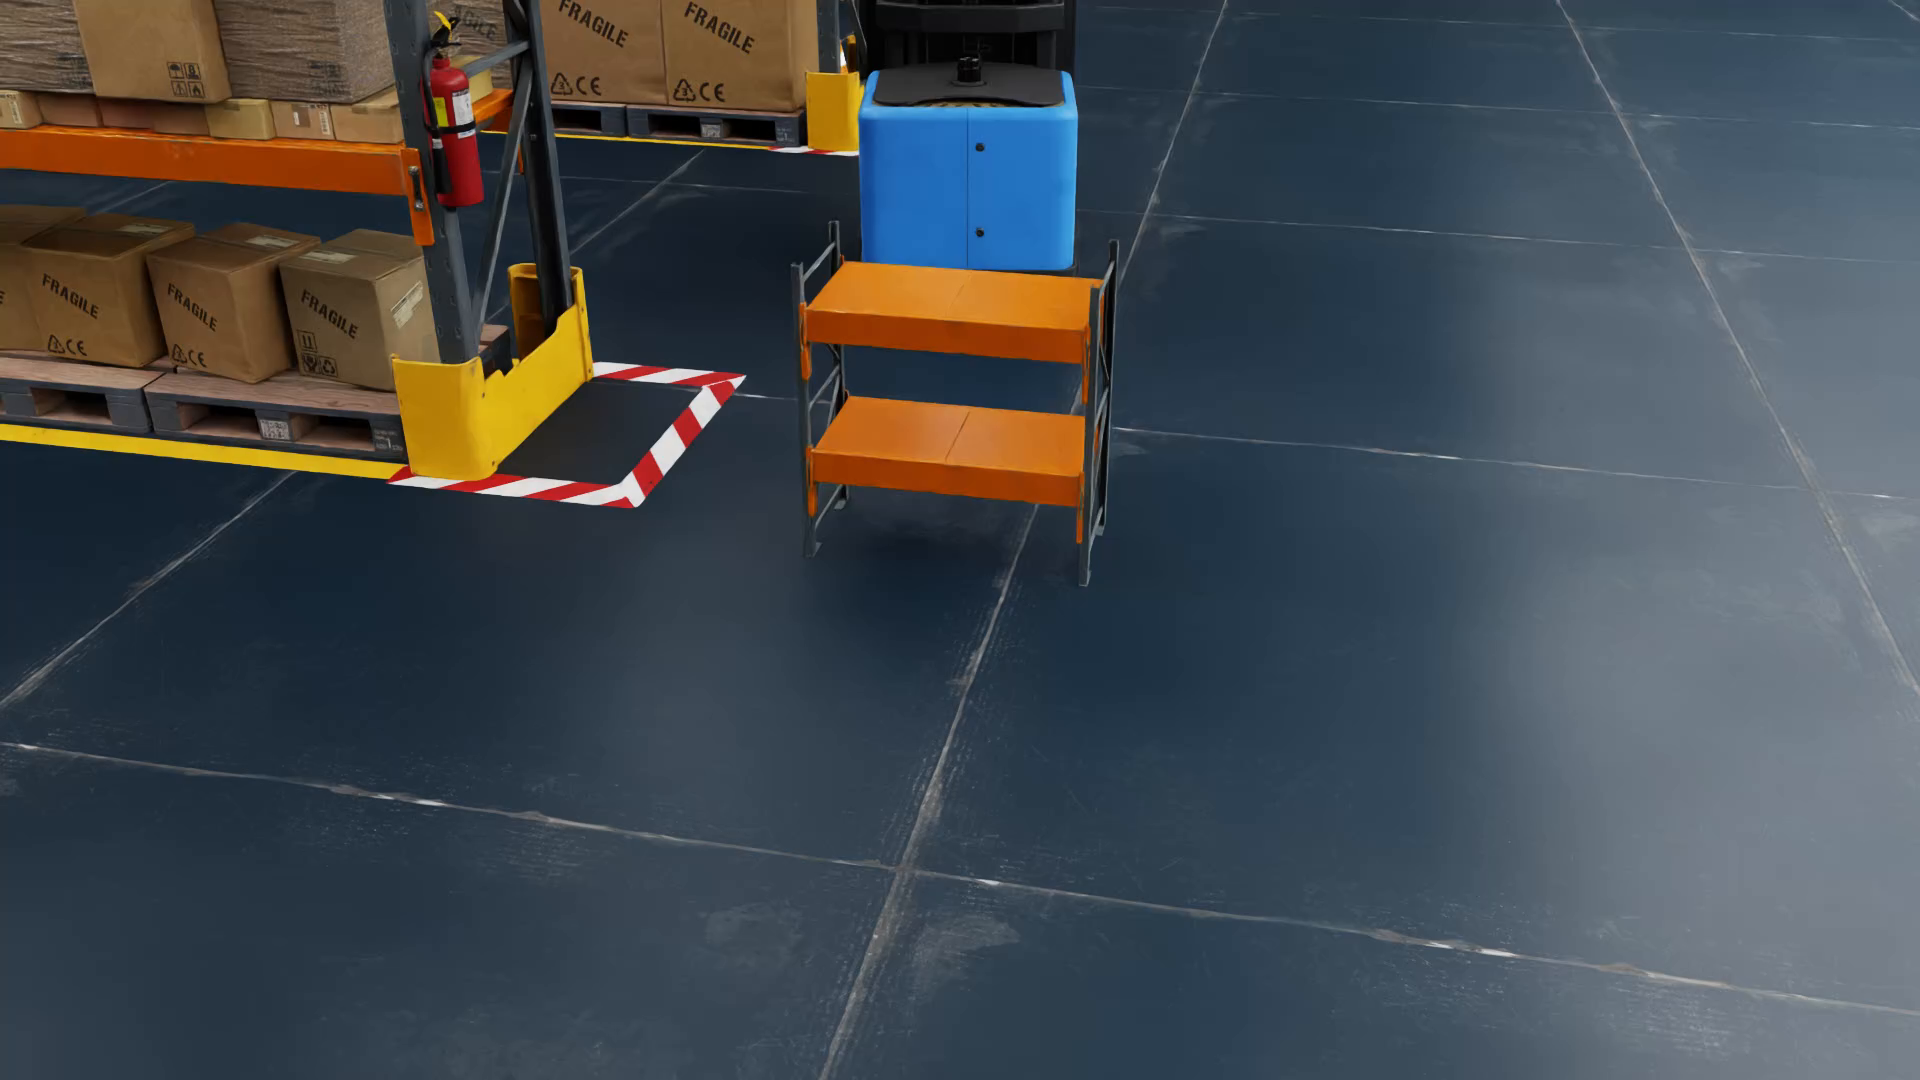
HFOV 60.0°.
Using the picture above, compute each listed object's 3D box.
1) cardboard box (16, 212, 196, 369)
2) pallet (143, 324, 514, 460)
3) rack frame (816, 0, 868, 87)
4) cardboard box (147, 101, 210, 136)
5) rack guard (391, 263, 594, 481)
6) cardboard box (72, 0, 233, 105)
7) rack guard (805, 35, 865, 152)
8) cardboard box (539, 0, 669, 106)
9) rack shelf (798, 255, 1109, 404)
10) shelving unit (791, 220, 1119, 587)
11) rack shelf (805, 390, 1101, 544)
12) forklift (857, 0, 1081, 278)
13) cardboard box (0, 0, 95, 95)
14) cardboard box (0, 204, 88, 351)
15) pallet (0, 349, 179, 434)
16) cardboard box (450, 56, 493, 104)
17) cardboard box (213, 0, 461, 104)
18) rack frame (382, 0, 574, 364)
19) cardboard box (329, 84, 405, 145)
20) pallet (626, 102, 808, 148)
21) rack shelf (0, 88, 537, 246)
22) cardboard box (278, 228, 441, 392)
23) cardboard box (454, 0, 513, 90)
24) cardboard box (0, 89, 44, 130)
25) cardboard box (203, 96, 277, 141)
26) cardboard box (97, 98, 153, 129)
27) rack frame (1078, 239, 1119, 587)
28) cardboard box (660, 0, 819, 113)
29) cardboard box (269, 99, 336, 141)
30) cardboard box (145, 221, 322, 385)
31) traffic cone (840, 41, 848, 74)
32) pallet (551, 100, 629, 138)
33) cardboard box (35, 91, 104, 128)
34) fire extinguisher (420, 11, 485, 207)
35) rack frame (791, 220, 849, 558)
[{"bbox_3d":[-3.691,-1.103,7.308,0.500,0.500,0.500,9,30,15],"label":"cardboard box"},{"bbox_3d":[-2.745,-0.712,7.331,1.213,0.211,1.003,6,29,11],"label":"pallet"},{"bbox_3d":[-0.749,-4.149,10.705,0.127,3.000,1.000,6,29,11],"label":"rack frame"},{"bbox_3d":[-2.946,-1.710,6.511,0.250,0.149,0.380,6,29,11],"label":"cardboard box"},{"bbox_3d":[-1.958,-0.741,7.083,0.348,0.500,1.175,6,29,11],"label":"rack guard"},{"bbox_3d":[-2.930,-2.066,6.486,0.500,0.500,0.875,6,29,11],"label":"cardboard box"},{"bbox_3d":[-0.726,-3.050,11.301,0.348,0.500,1.175,6,29,11],"label":"rack guard"},{"bbox_3d":[-2.287,-3.525,11.341,0.875,0.875,0.875,5,29,10],"label":"cardboard box"},{"bbox_3d":[-0.007,-0.751,5.841,1.000,0.278,0.538,6,29,11],"label":"rack shelf"},{"bbox_3d":[-0.007,-0.494,5.981,1.048,1.125,0.538,6,29,11],"label":"shelving unit"},{"bbox_3d":[-0.007,-0.280,6.099,1.000,0.278,0.538,6,29,11],"label":"rack shelf"},{"bbox_3d":[0.061,-3.029,8.730,1.130,2.935,3.031,0,29,1],"label":"forklift"},{"bbox_3d":[-3.410,-2.136,6.615,0.500,0.500,0.875,6,29,11],"label":"cardboard box"},{"bbox_3d":[-4.227,-1.180,7.448,0.500,0.500,0.500,3,29,6],"label":"cardboard box"},{"bbox_3d":[-3.935,-0.836,7.557,1.213,0.211,1.003,6,29,11],"label":"pallet"},{"bbox_3d":[-2.113,-1.860,6.785,0.250,0.149,0.380,6,29,11],"label":"cardboard box"},{"bbox_3d":[-2.416,-2.072,6.497,0.500,0.500,0.875,6,29,11],"label":"cardboard box"},{"bbox_3d":[-1.884,-1.830,6.468,0.127,3.000,1.000,6,29,11],"label":"rack frame"},{"bbox_3d":[-2.206,-1.651,6.404,0.250,0.149,0.380,6,29,11],"label":"cardboard box"},{"bbox_3d":[-1.547,-2.969,11.454,1.213,0.211,1.003,6,29,11],"label":"pallet"},{"bbox_3d":[-3.840,-1.715,7.008,4.000,0.370,1.077,6,29,11],"label":"rack shelf"},{"bbox_3d":[-2.491,-0.988,7.097,0.500,0.500,0.500,11,31,20],"label":"cardboard box"},{"bbox_3d":[-3.178,-3.618,11.510,0.875,0.875,0.875,6,29,11],"label":"cardboard box"},{"bbox_3d":[-3.694,-1.752,6.589,0.250,0.149,0.380,6,29,11],"label":"cardboard box"},{"bbox_3d":[-2.705,-1.677,6.452,0.250,0.149,0.380,6,29,11],"label":"cardboard box"},{"bbox_3d":[-3.182,-1.754,6.592,0.250,0.149,0.380,6,29,11],"label":"cardboard box"},{"bbox_3d":[0.491,-0.443,5.888,0.032,1.125,0.500,6,29,11],"label":"rack frame"},{"bbox_3d":[-1.426,-3.438,11.182,0.875,0.875,0.875,6,29,11],"label":"cardboard box"},{"bbox_3d":[-2.450,-1.676,6.450,0.250,0.149,0.380,6,29,11],"label":"cardboard box"},{"bbox_3d":[-3.083,-1.032,7.177,0.500,0.500,0.500,14,32,24],"label":"cardboard box"},{"bbox_3d":[-0.972,-3.756,12.629,0.334,0.463,0.336,6,29,11],"label":"traffic cone"},{"bbox_3d":[-2.737,-3.093,11.679,1.213,0.211,1.003,6,29,11],"label":"pallet"},{"bbox_3d":[-3.431,-1.769,6.619,0.250,0.149,0.380,6,29,11],"label":"cardboard box"},{"bbox_3d":[-1.868,-1.568,6.071,0.183,0.674,0.296,6,29,11],"label":"fire extinguisher"},{"bbox_3d":[-0.504,-0.545,6.074,0.032,1.125,0.500,6,29,11],"label":"rack frame"}]
